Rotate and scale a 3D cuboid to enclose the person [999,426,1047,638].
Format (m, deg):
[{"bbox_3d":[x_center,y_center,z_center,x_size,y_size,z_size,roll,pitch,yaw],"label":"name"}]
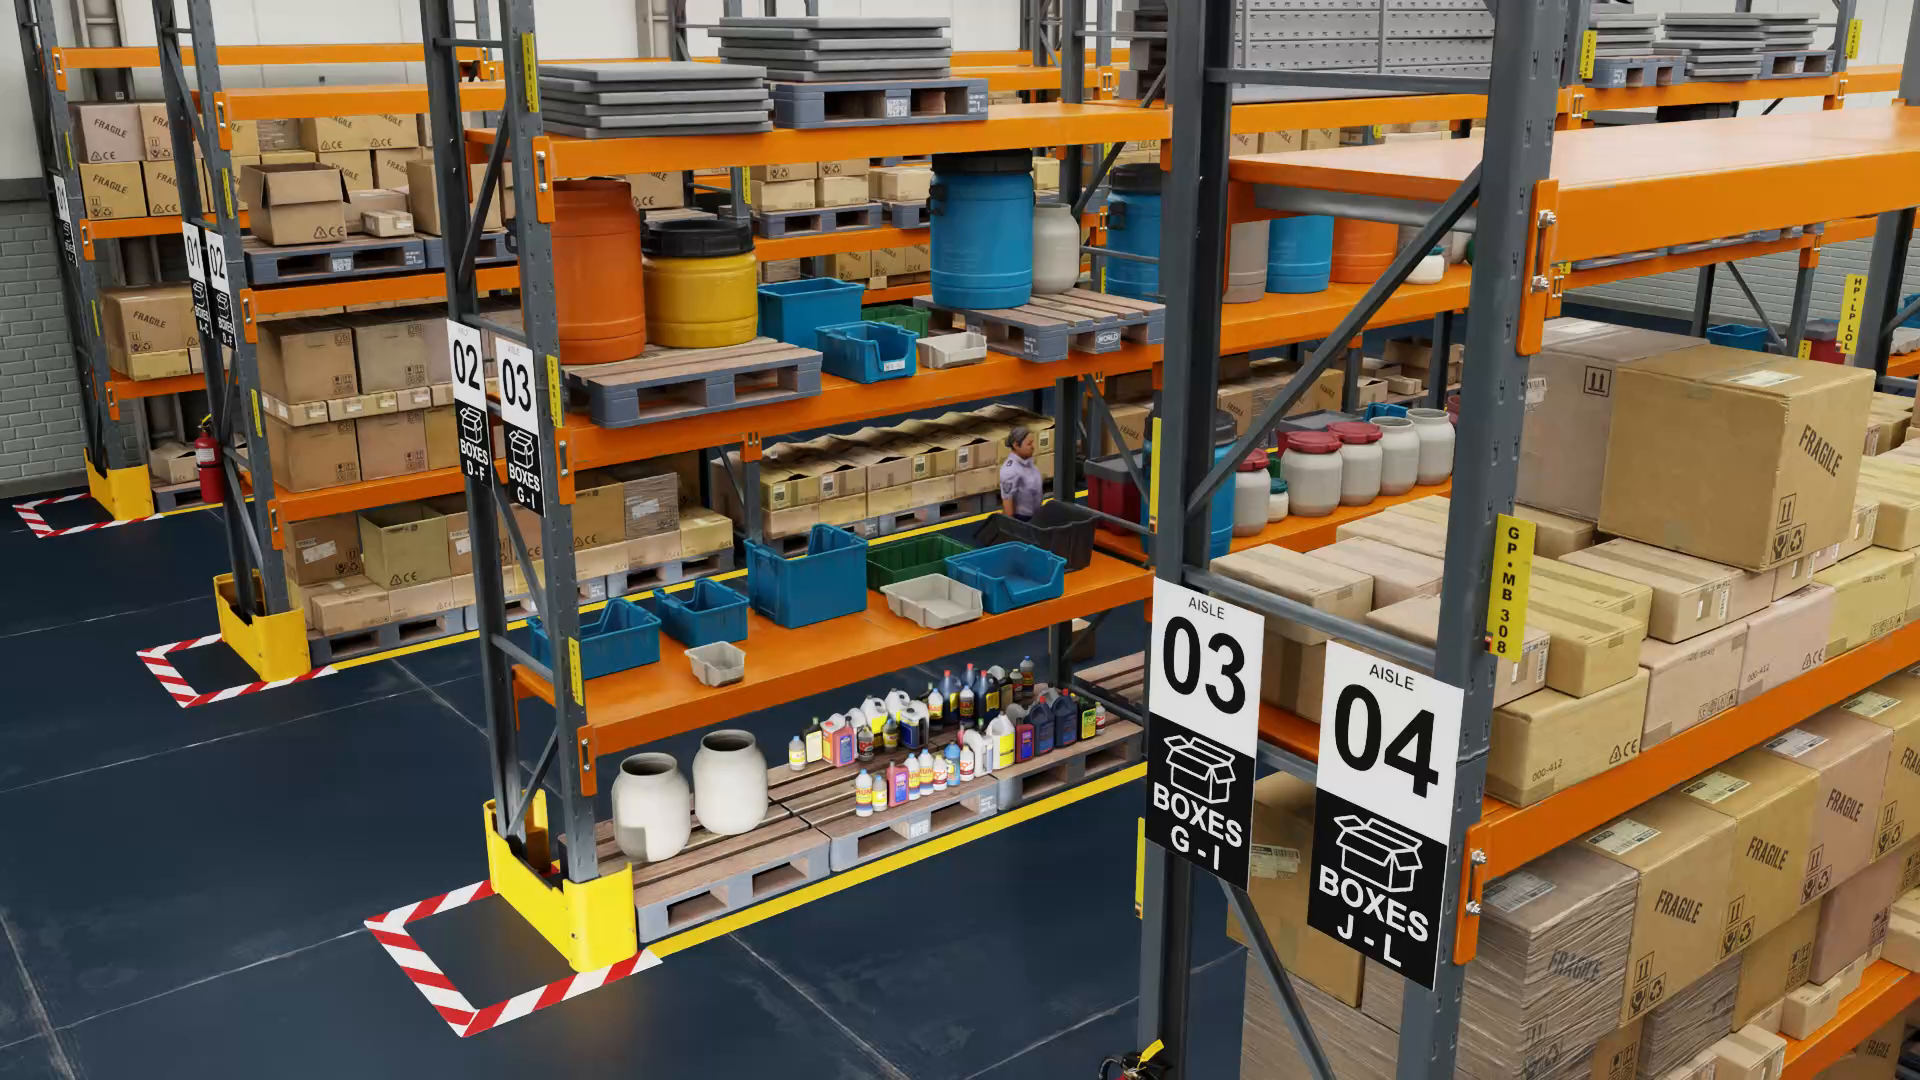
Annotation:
[{"bbox_3d":[0.462,-0.078,12.778,0.444,1.647,0.492,5,19,17],"label":"person"}]
